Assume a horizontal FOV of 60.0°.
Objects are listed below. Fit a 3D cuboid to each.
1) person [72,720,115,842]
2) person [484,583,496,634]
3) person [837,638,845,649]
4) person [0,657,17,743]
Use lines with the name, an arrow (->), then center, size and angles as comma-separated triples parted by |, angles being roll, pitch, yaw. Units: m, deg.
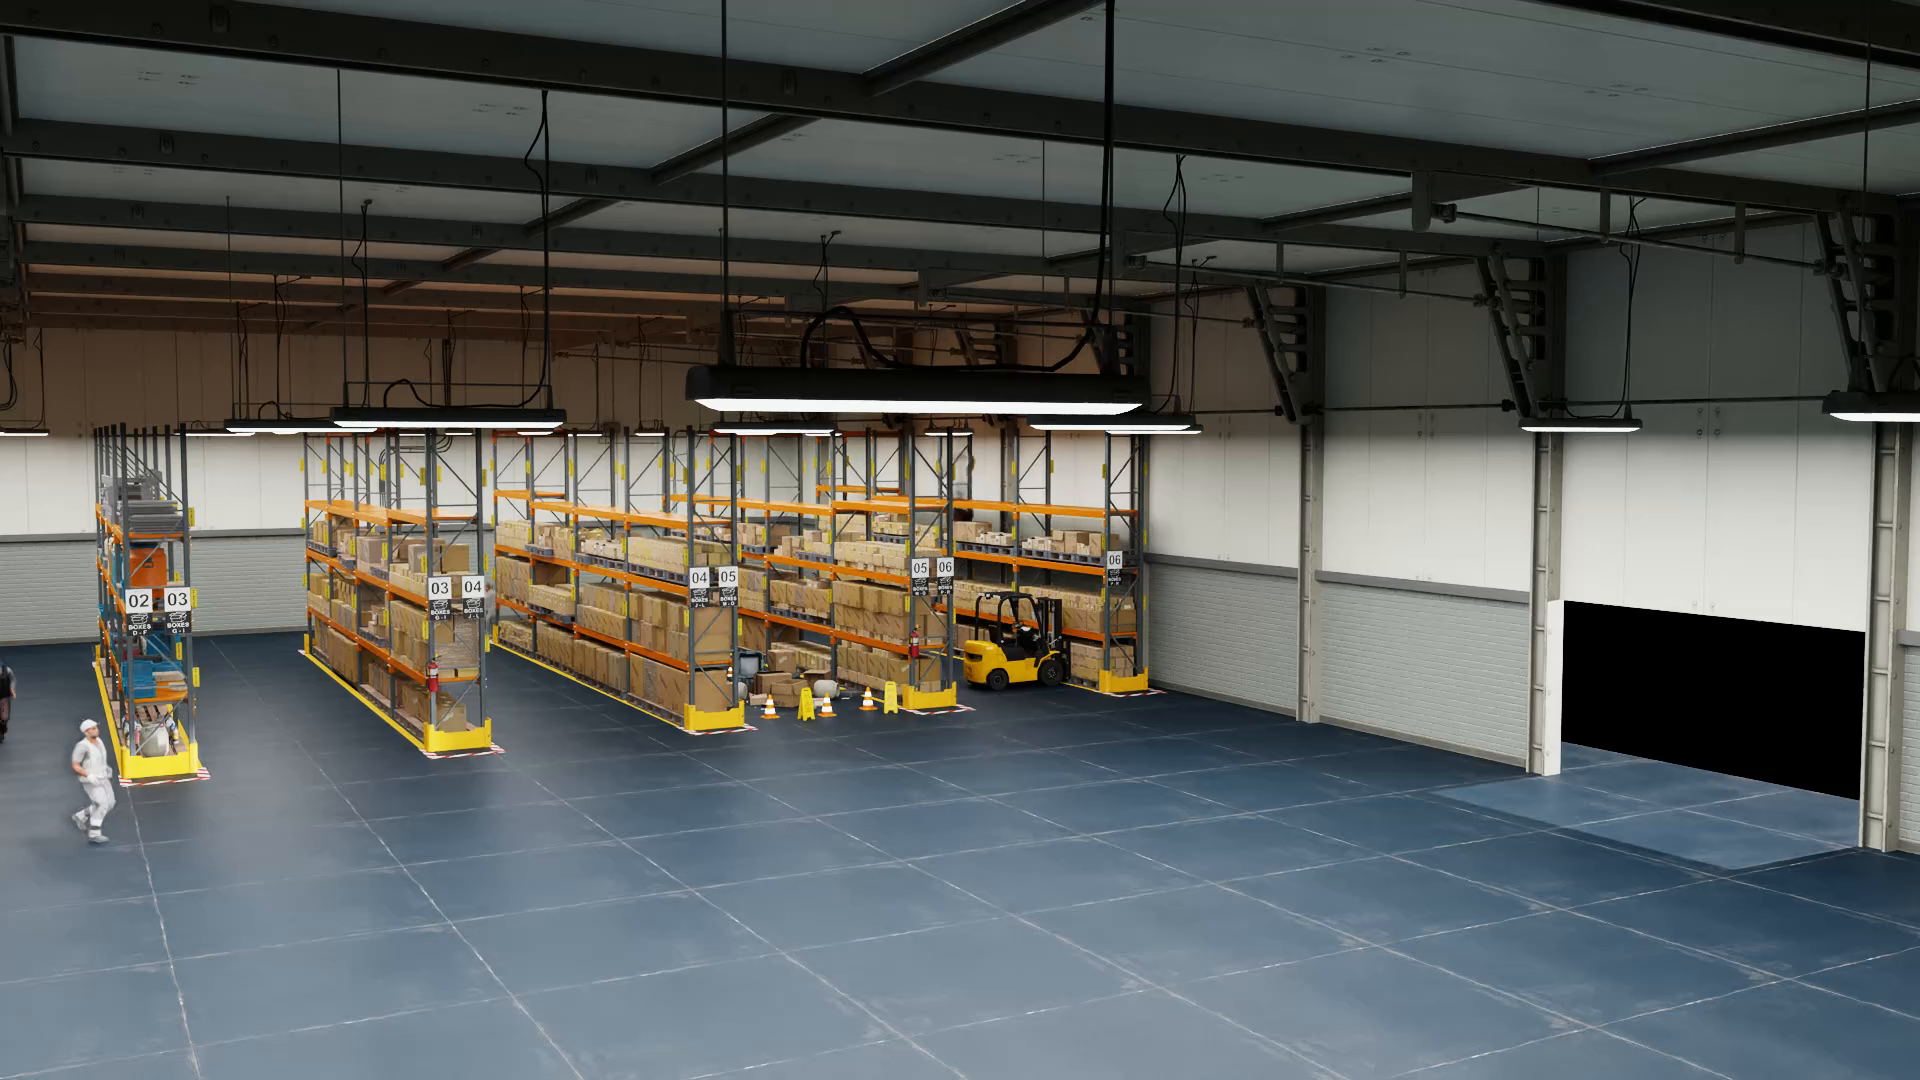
person -> -12.368, 3.421, 23.654 | 0.565, 1.749, 0.653 | 0, 3, 2
person -> -13.532, 2.020, 47.745 | 0.535, 1.611, 0.880 | 1, 4, 21
person -> -3.149, 2.276, 43.574 | 0.627, 1.700, 0.760 | -3, 4, -37
person -> -18.180, 2.990, 31.417 | 0.661, 1.682, 0.585 | -2, 4, -35
